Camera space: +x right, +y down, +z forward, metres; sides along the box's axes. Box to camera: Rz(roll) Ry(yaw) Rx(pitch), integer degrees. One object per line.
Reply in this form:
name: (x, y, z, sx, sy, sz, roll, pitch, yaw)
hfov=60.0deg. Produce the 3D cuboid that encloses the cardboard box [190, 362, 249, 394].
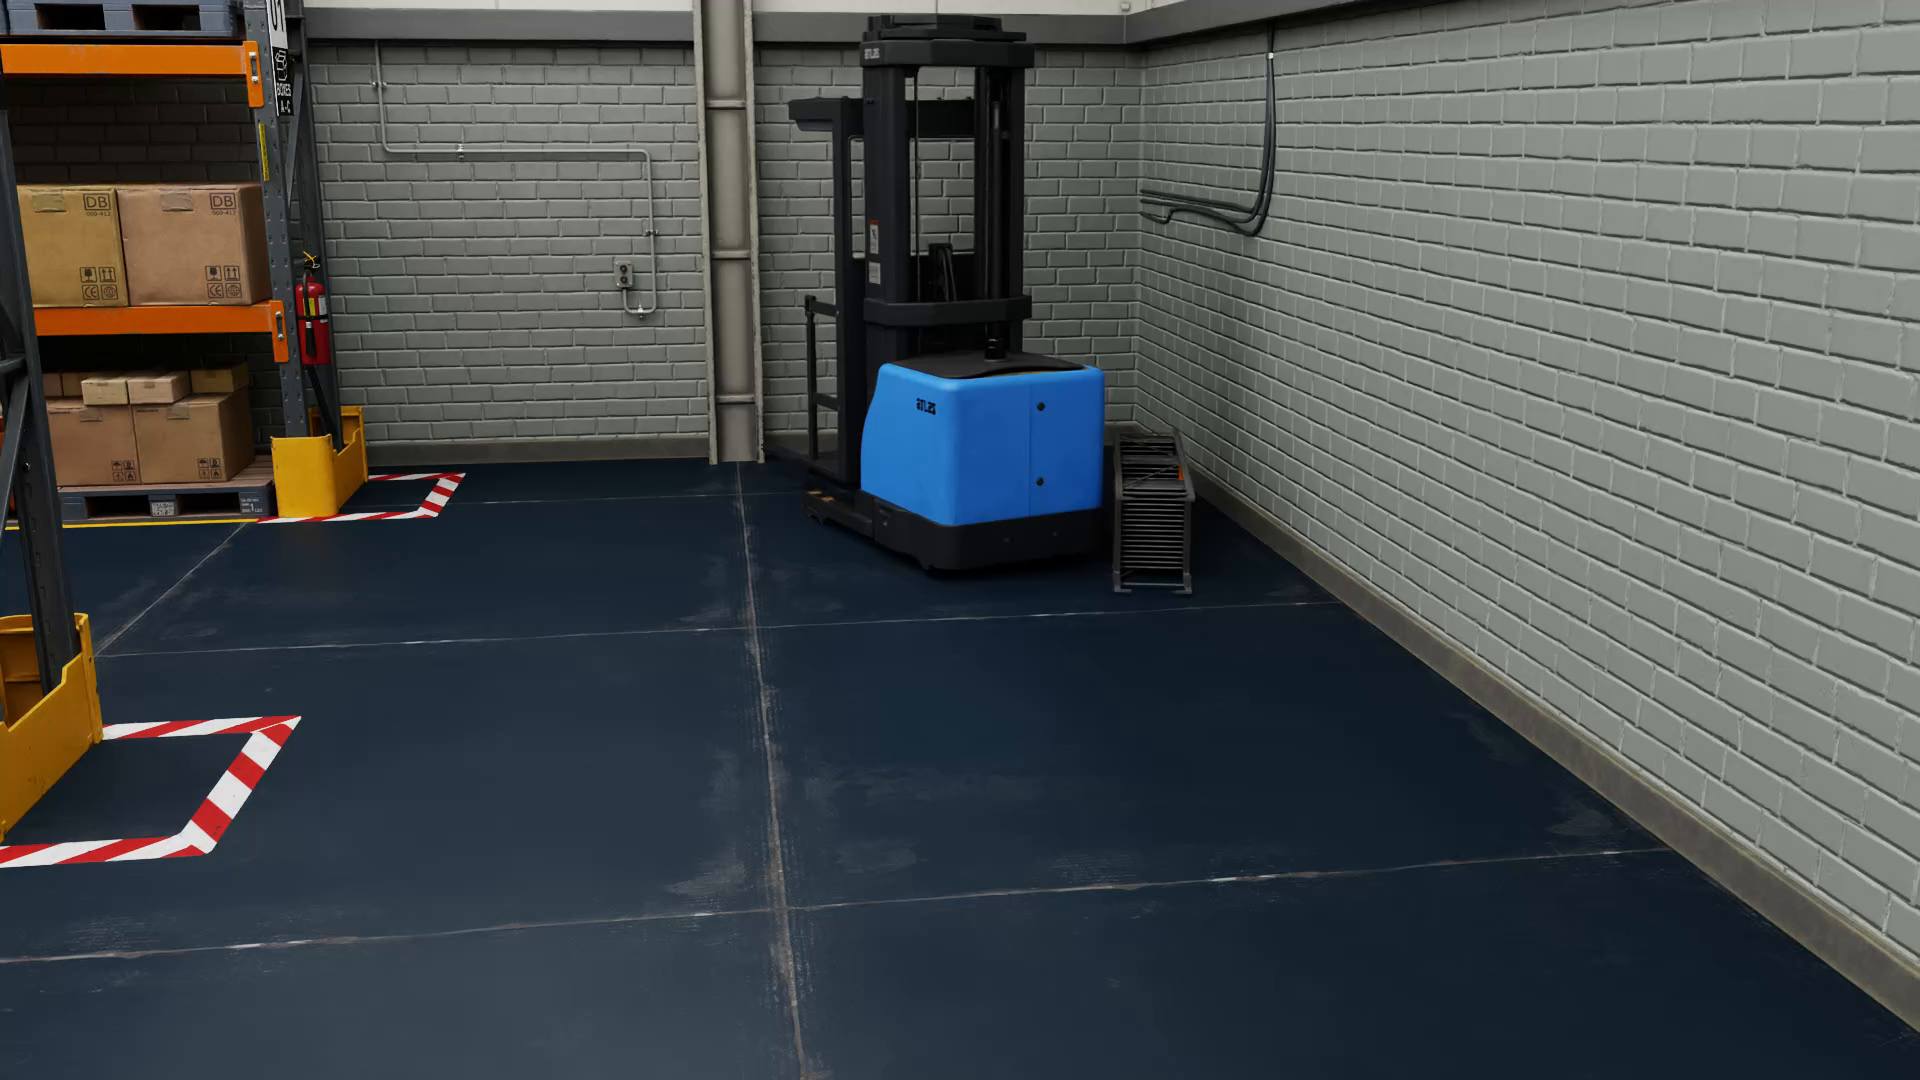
cardboard box: (-4.739, -1.042, 10.652, 0.250, 0.149, 0.380, -2, 14, -8)

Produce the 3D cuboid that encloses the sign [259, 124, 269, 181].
sign: (-4.088, -2.278, 9.773, 0.005, 0.325, 0.100, -2, 14, -8)

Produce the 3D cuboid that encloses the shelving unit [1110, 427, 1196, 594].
shelving unit: (1.081, -0.216, 9.509, 0.431, 0.503, 2.100, 1, 14, 5)

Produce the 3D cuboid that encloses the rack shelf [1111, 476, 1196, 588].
rack shelf: (1.021, -0.049, 8.818, 0.431, 0.480, 0.518, 1, 14, 5)

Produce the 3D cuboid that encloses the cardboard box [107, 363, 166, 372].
cardboard box: (-5.240, -1.023, 10.578, 0.250, 0.149, 0.380, -2, 14, -8)

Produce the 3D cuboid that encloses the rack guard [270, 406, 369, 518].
rack guard: (-4.132, -0.521, 10.772, 0.348, 0.500, 1.175, -2, 14, -8)

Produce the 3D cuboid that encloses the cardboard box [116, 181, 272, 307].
cardboard box: (-4.658, -1.857, 10.345, 0.700, 0.700, 0.980, -1, 14, -6)

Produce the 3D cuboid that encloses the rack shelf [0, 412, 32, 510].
rack shelf: (-5.391, -0.120, 5.513, 4.000, 0.370, 1.077, -2, 14, -8)

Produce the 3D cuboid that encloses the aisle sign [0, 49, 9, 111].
aisle sign: (-3.390, -1.875, 5.689, 0.004, 0.787, 0.394, -2, 14, -8)

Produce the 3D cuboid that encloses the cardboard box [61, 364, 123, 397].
cardboard box: (-5.487, -1.014, 10.542, 0.250, 0.149, 0.380, -2, 14, -8)

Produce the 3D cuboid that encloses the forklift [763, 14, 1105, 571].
forklift: (-0.337, -1.568, 9.947, 1.130, 2.935, 3.031, -7, 16, -27)

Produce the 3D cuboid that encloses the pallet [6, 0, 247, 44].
pallet: (-4.887, -3.115, 9.994, 1.213, 0.211, 1.003, -2, 14, -8)

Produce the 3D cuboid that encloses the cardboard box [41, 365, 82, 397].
cardboard box: (-5.739, -1.005, 10.505, 0.250, 0.149, 0.380, -2, 14, -8)

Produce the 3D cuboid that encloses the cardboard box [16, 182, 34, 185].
cardboard box: (-6.131, -1.803, 10.128, 0.700, 0.700, 0.980, -3, 14, -11)

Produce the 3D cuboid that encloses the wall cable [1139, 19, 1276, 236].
wall cable: (1.491, -3.256, 10.587, 0.112, 2.526, 3.097, -2, 14, -8)

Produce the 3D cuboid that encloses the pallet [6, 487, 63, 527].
pallet: (-6.138, -0.289, 10.440, 1.213, 0.211, 1.003, -2, 14, -8)

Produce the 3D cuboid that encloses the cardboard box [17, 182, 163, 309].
cardboard box: (-5.376, -1.828, 10.229, 0.700, 0.700, 0.980, -2, 14, -9)

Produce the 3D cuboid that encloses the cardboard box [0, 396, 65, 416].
cardboard box: (-5.825, -0.638, 10.375, 0.500, 0.500, 0.700, -3, 14, -10)

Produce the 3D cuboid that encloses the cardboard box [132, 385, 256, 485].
cardboard box: (-4.833, -0.675, 10.521, 0.500, 0.500, 0.700, -2, 14, -8)

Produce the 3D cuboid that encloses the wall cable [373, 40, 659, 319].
wall cable: (-3.030, -2.500, 11.434, 1.851, 1.984, 0.084, -2, 14, -8)

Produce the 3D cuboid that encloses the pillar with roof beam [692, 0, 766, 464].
pillar with roof beam: (-0.973, -3.913, 6.826, 0.400, 9.000, 9.100, -2, 14, -8)

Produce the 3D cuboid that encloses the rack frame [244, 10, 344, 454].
rack frame: (-4.155, -1.733, 10.465, 0.127, 3.000, 1.000, -2, 14, -8)

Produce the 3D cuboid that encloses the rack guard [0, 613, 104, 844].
rack guard: (-3.489, 0.674, 6.007, 0.348, 0.500, 1.175, -2, 14, -8)

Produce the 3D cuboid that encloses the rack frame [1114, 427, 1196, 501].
rack frame: (1.081, -0.453, 9.452, 0.400, 0.015, 2.100, 1, 14, 5)

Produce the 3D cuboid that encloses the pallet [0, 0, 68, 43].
pallet: (-6.096, -3.070, 9.814, 1.213, 0.211, 1.003, -2, 14, -8)

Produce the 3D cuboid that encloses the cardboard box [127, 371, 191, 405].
cardboard box: (-4.932, -0.941, 10.249, 0.250, 0.149, 0.380, -2, 14, -9)

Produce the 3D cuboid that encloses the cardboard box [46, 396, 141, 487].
cardboard box: (-5.327, -0.656, 10.448, 0.500, 0.500, 0.700, -2, 14, -8)

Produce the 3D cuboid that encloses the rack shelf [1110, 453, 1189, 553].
rack shelf: (1.079, -0.213, 9.496, 0.431, 0.480, 0.518, 1, 14, 5)

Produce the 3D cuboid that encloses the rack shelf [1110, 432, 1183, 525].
rack shelf: (1.138, -0.377, 10.174, 0.431, 0.480, 0.518, 1, 14, 5)

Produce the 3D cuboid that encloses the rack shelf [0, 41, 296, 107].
rack shelf: (-6.133, -2.766, 9.899, 4.000, 0.370, 1.077, -2, 14, -8)

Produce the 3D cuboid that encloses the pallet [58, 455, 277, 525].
pallet: (-4.934, -0.332, 10.614, 1.213, 0.211, 1.003, -2, 14, -8)

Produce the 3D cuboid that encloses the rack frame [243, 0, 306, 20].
rack frame: (-4.155, -4.643, 9.735, 0.127, 3.000, 1.000, -2, 14, -8)

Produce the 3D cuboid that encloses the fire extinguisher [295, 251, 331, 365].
fire extinguisher: (-3.937, -1.409, 10.099, 0.183, 0.674, 0.296, -2, 14, -8)

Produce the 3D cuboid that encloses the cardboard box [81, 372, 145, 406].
cardboard box: (-5.185, -0.931, 10.211, 0.250, 0.149, 0.380, -2, 14, -7)

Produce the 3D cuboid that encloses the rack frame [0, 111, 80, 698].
rack frame: (-3.414, -0.541, 5.714, 0.127, 3.000, 1.000, -2, 14, -8)

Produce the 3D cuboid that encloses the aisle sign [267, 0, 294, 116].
aisle sign: (-4.040, -2.924, 9.871, 0.004, 0.787, 0.394, -2, 14, -8)

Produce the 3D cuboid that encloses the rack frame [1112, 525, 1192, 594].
rack frame: (1.080, 0.021, 9.567, 0.400, 0.015, 2.100, 1, 14, 5)

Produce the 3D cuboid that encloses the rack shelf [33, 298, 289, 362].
rack shelf: (-6.133, -1.311, 10.263, 4.000, 0.370, 1.077, -2, 14, -8)
